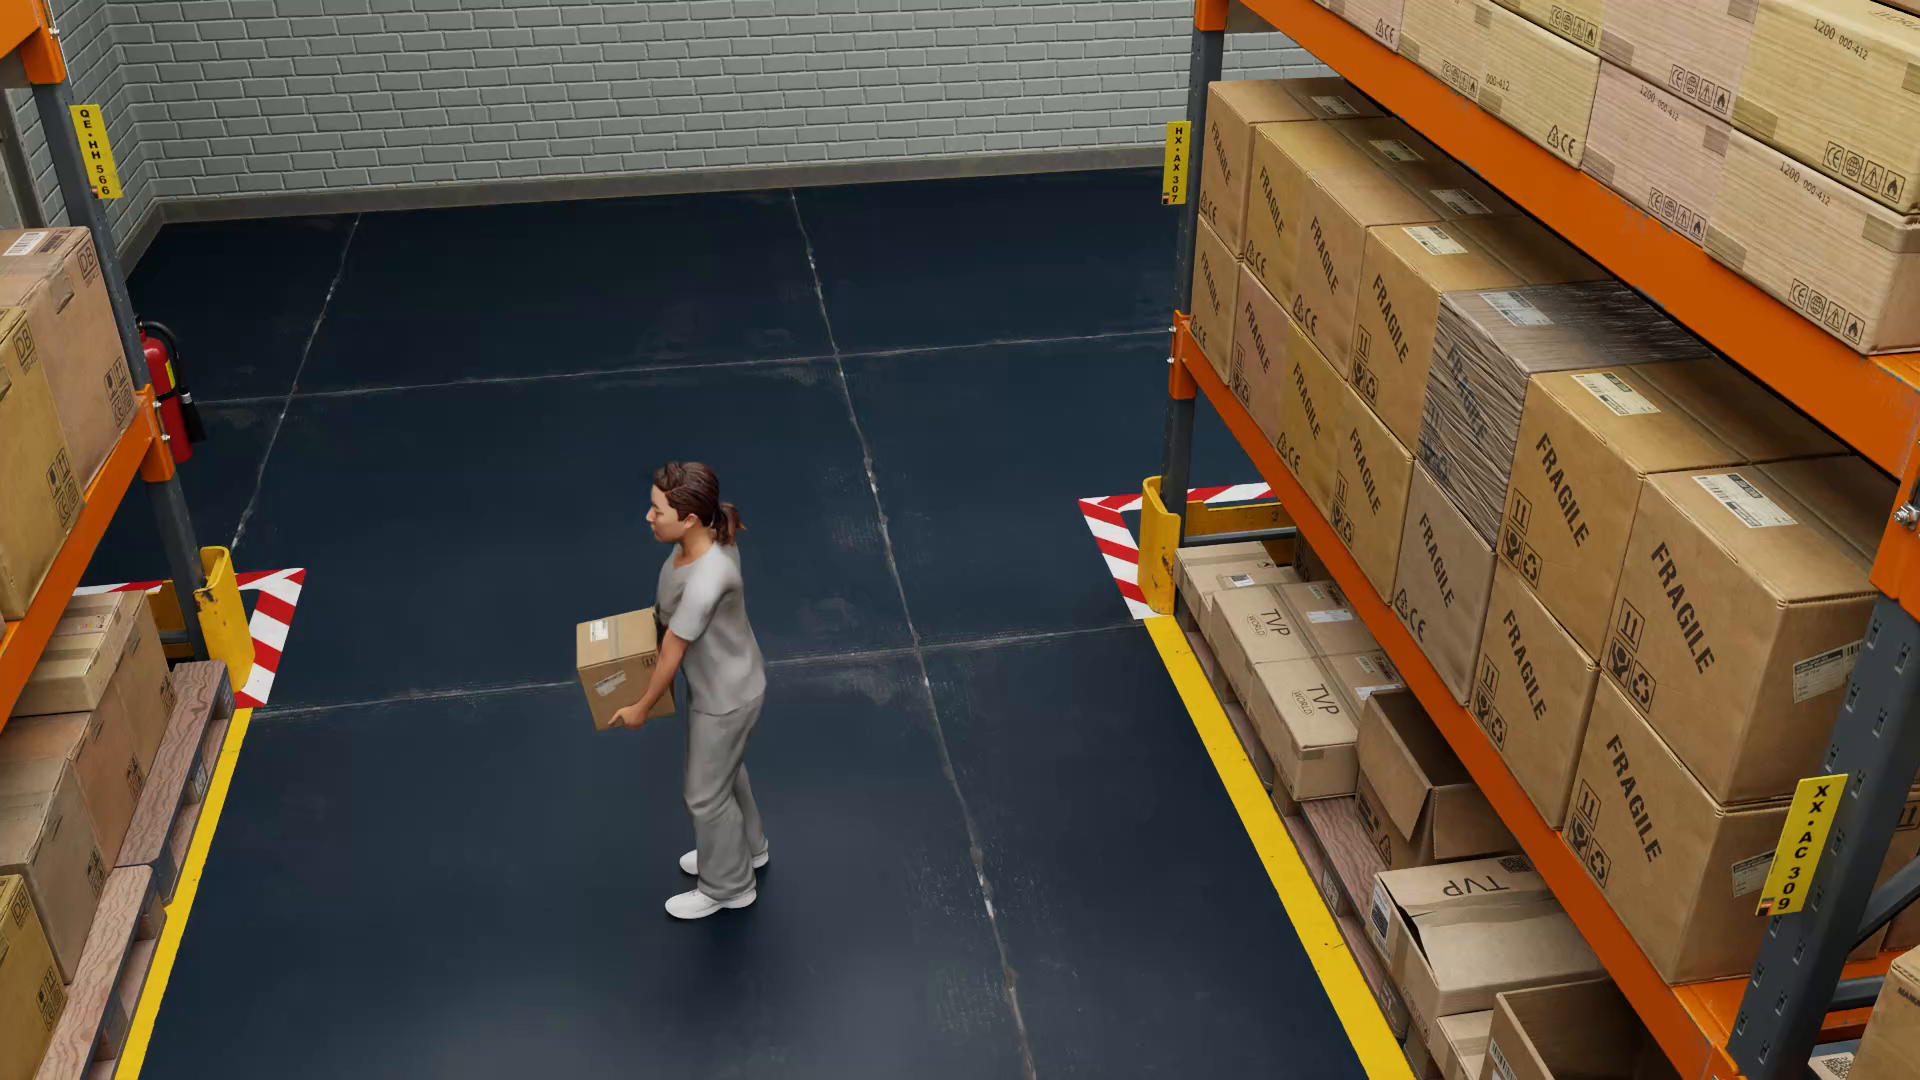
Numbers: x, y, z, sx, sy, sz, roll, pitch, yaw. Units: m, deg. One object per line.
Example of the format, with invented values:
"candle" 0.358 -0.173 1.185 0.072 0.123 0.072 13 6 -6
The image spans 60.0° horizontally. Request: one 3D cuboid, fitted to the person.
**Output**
"person" -0.870 0.496 5.316 0.505 1.666 0.411 -6 31 -10
